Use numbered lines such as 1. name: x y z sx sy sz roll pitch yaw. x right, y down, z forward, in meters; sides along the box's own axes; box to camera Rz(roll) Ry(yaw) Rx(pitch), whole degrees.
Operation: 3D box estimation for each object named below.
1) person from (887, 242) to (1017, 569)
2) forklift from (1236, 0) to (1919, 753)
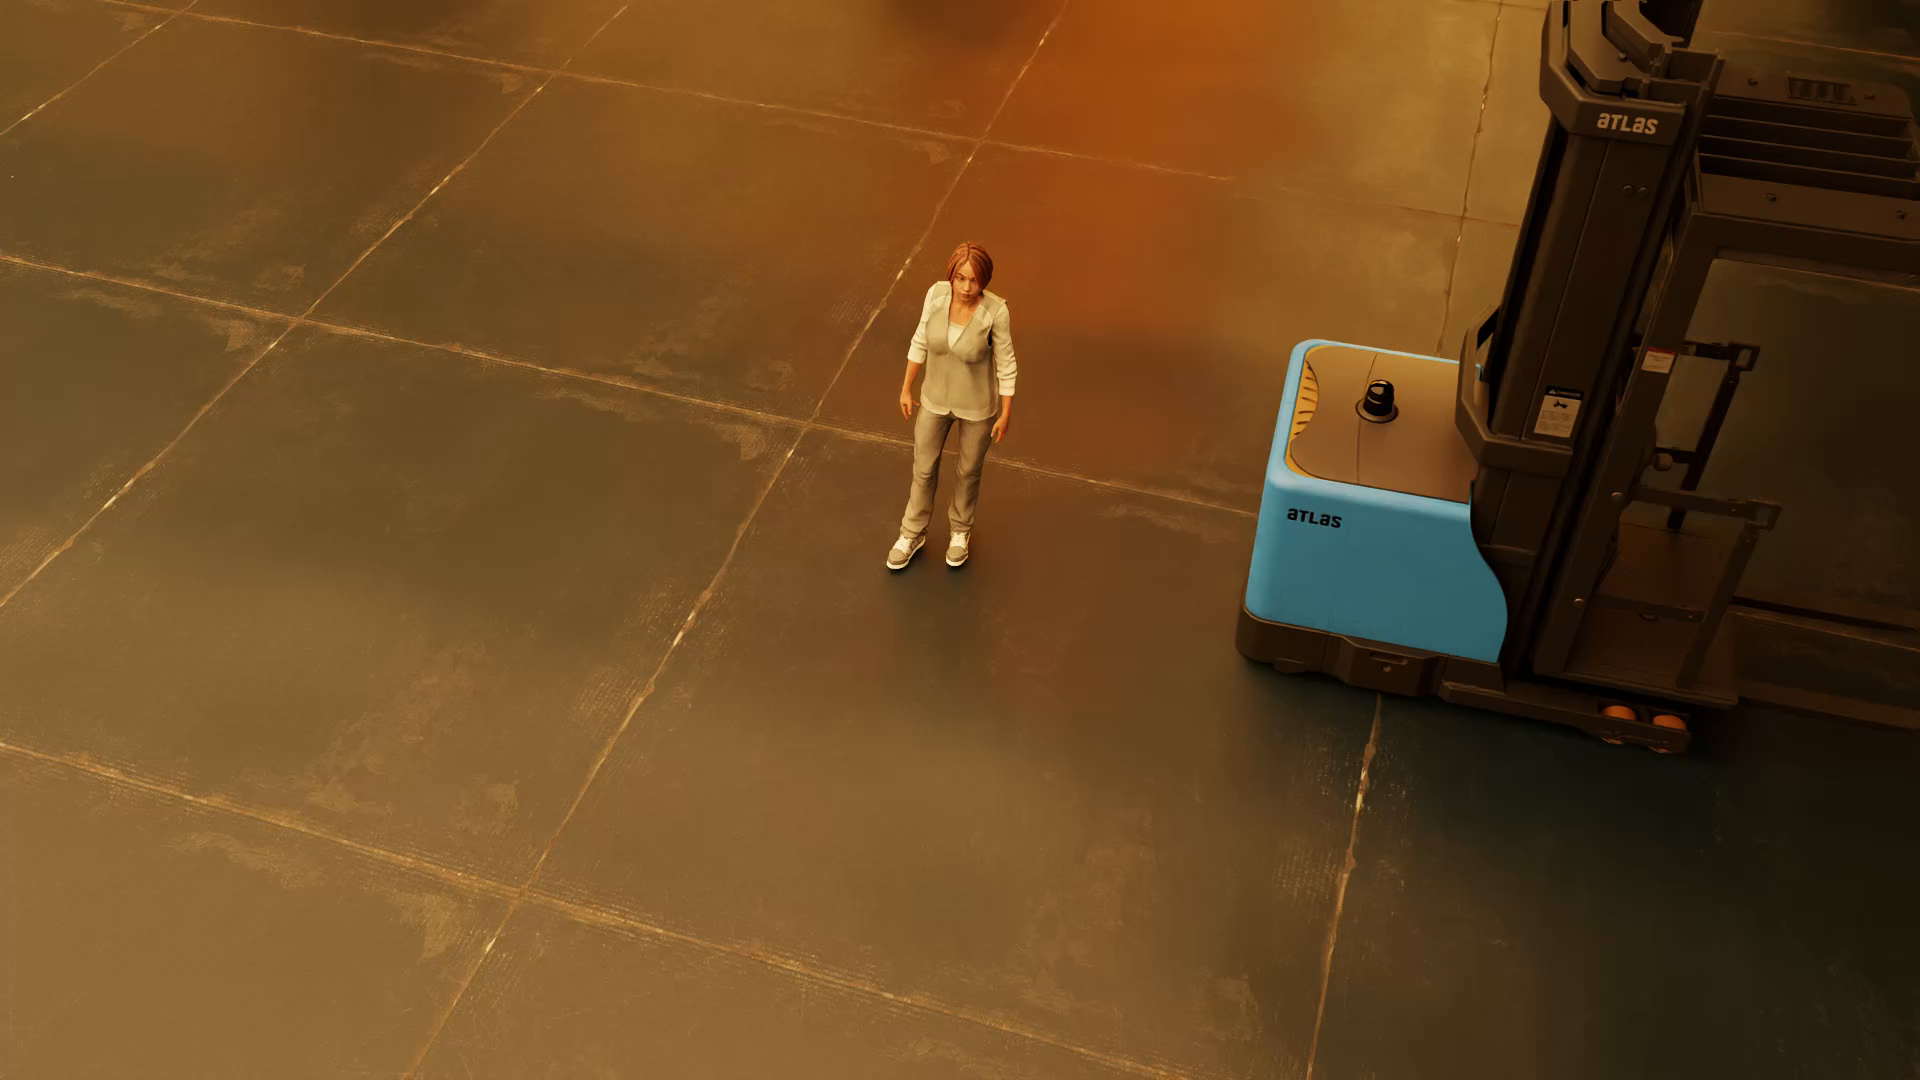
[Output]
1. person: -0.036 -0.545 7.243 0.519 1.598 0.474 12 44 13
2. forklift: 2.778 -0.593 6.327 3.031 2.935 1.130 11 44 11
